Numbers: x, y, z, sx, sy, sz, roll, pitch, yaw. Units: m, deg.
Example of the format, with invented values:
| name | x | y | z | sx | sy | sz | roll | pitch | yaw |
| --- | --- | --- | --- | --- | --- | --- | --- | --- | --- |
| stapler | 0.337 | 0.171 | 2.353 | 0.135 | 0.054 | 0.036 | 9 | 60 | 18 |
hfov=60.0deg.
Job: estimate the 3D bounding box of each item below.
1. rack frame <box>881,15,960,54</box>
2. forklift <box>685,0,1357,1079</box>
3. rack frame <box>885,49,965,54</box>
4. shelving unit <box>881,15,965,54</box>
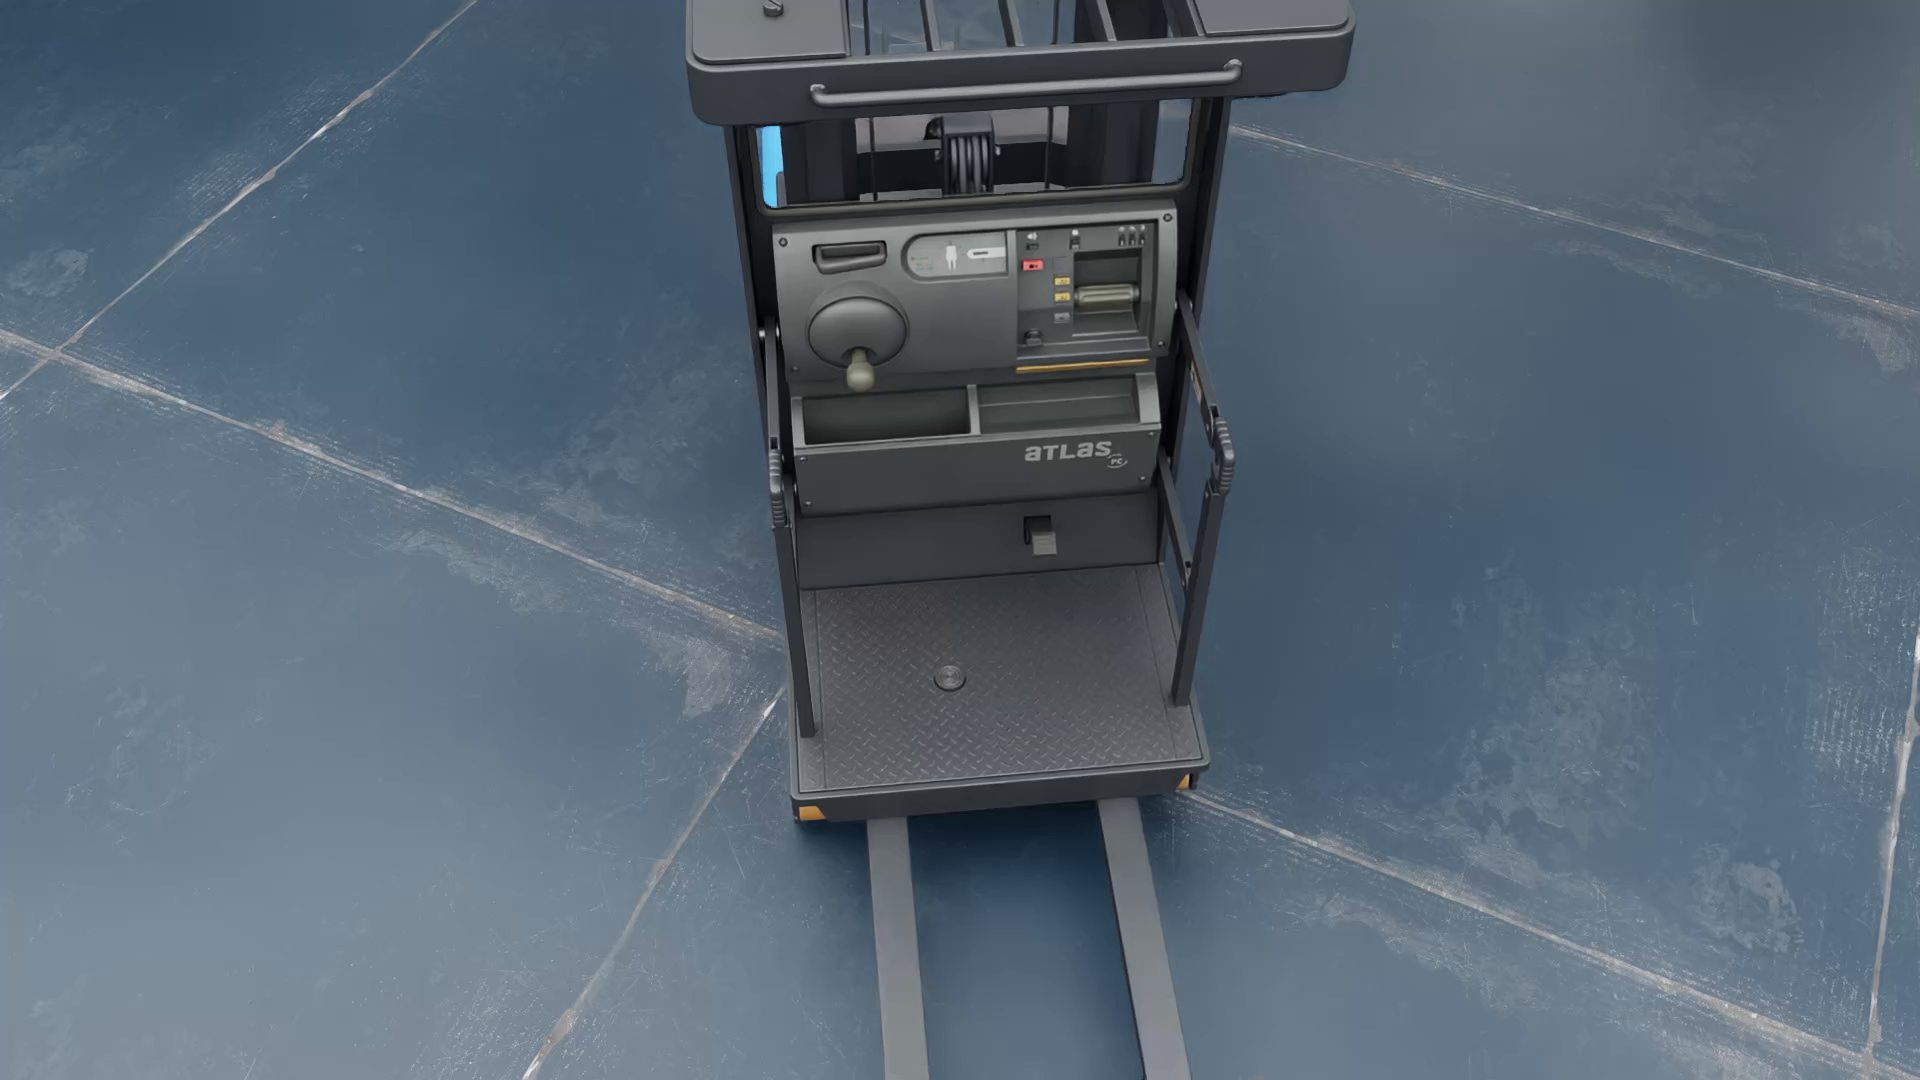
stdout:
| name | x | y | z | sx | sy | sz | roll | pitch | yaw |
| --- | --- | --- | --- | --- | --- | --- | --- | --- | --- |
| rack frame | -0.120 | -1.189 | 5.474 | 0.240 | 1.200 | 0.006 | -4 | 50 | -4 |
| forklift | 0.064 | -0.459 | 3.716 | 1.130 | 2.935 | 3.031 | -4 | 50 | -4 |
| rack frame | -0.102 | -1.050 | 5.356 | 0.240 | 1.200 | 0.006 | -4 | 50 | -4 |
| shelving unit | -0.111 | -1.119 | 5.415 | 0.258 | 1.200 | 0.189 | -4 | 50 | -4 |
